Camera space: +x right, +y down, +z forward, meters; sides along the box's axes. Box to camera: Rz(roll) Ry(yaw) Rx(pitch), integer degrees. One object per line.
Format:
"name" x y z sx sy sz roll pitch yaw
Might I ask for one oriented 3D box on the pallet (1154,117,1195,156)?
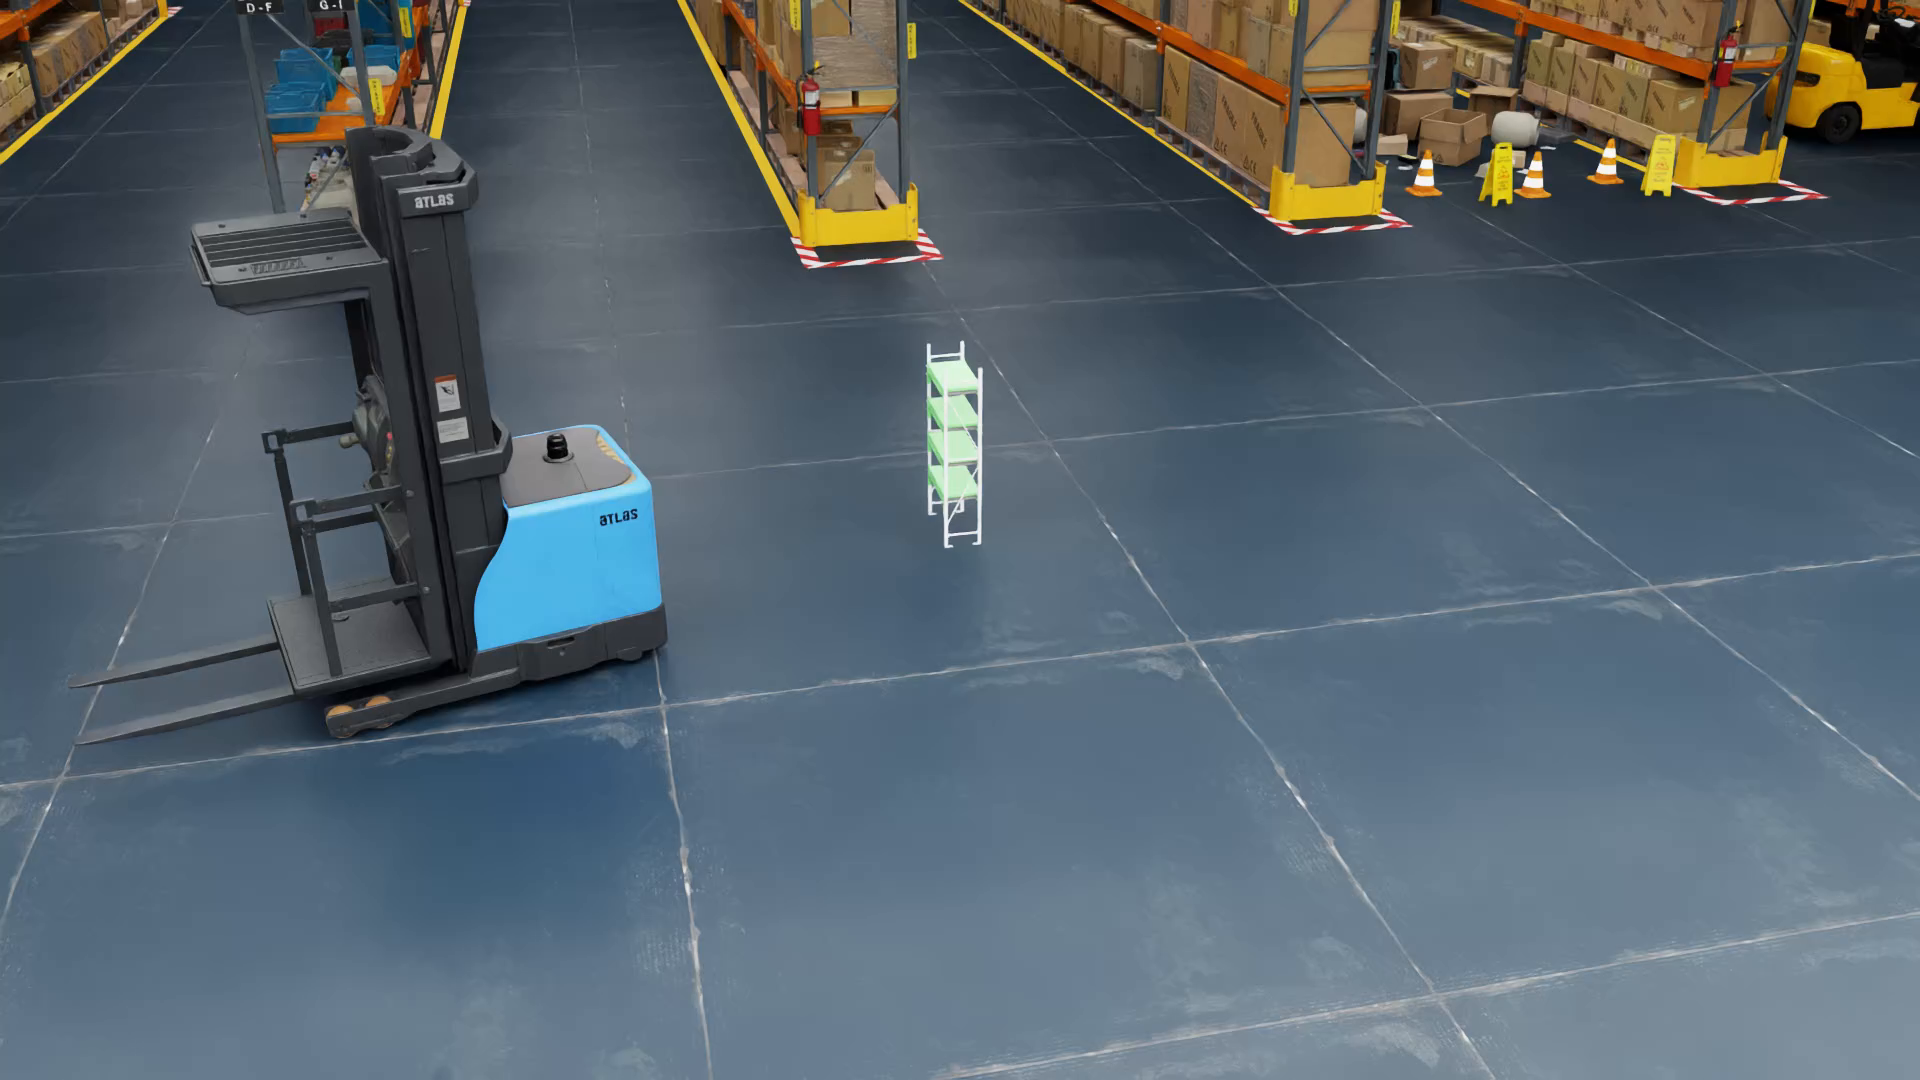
"pallet" 3.049 -4.974 20.370 1.003 0.211 1.213 -6 27 -12

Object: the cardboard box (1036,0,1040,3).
"cardboard box" 1.419 -8.442 25.622 0.500 0.250 0.500 -5 27 -10

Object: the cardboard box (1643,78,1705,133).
"cardboard box" 8.221 -4.972 19.024 0.500 0.500 0.500 -6 27 -11

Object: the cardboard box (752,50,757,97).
"cardboard box" -2.360 -6.155 21.902 0.700 0.500 0.500 -4 27 -7

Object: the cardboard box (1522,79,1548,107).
"cardboard box" 7.624 -5.781 21.461 0.500 0.250 0.500 -7 28 -14

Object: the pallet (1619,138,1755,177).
"pallet" 8.489 -4.500 19.432 1.003 0.211 1.213 -6 27 -12

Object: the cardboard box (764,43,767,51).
"cardboard box" -2.019 -5.646 18.886 0.380 0.149 0.250 -6 27 -12

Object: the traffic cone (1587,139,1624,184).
"traffic cone" 7.301 -4.277 18.710 0.336 0.463 0.334 -6 27 -12

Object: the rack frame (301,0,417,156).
"rack frame" -6.727 -5.598 18.513 1.000 3.000 0.127 -6 27 -12

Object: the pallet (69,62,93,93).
"pallet" -12.858 -6.474 23.343 1.003 0.211 1.213 -6 27 -12

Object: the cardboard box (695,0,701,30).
"cardboard box" -3.541 -8.573 26.299 1.225 0.875 0.875 -6 27 -11

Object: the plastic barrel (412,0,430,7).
"plastic barrel" -7.229 -7.242 21.619 0.600 0.536 0.708 -6 27 -12

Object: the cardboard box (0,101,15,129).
"cardboard box" -11.869 -5.160 20.229 0.500 0.250 0.500 -5 27 -10

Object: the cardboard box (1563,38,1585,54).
"cardboard box" 7.711 -6.119 20.578 0.380 0.149 0.250 -5 27 -10

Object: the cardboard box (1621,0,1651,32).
"cardboard box" 8.047 -6.180 19.223 0.500 0.500 0.500 -6 27 -12

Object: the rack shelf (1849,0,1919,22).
"rack shelf" 13.040 -6.414 20.927 1.077 0.370 4.000 -6 27 -12

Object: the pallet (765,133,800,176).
"pallet" -1.716 -4.565 19.561 1.003 0.211 1.213 -6 27 -12

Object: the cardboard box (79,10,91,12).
"cardboard box" -13.930 -8.156 26.075 0.500 0.311 0.500 -6 27 -12

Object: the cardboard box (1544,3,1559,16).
"cardboard box" 7.620 -6.719 21.012 0.380 0.149 0.250 -5 27 -10

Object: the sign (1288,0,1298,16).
"sign" 3.323 -5.378 16.529 0.100 0.325 0.005 -6 27 -12

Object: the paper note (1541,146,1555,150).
"paper note" 7.119 -4.750 20.126 0.142 0.019 0.148 -16 31 -29

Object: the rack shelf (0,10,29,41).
"rack shelf" -12.004 -5.654 19.421 1.077 0.370 4.000 -6 27 -12

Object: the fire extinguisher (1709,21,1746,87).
"fire extinguisher" 8.232 -5.220 17.849 0.296 0.674 0.183 -6 27 -12

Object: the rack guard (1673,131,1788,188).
"rack guard" 8.638 -4.269 18.653 1.175 0.500 0.348 -6 27 -12

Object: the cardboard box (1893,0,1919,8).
"cardboard box" 12.568 -7.210 21.594 0.500 0.500 0.500 -5 27 -11

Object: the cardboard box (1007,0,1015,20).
"cardboard box" 1.059 -8.793 27.150 0.500 0.500 0.500 -5 27 -10

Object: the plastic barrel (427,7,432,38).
"plastic barrel" -8.424 -8.121 25.373 0.600 0.901 0.708 -6 27 -12

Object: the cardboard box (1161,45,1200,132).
"cardboard box" 3.027 -5.516 20.242 0.875 0.875 0.875 -6 27 -11

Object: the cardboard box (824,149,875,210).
"cardboard box" -1.124 -3.693 17.045 0.500 0.500 0.500 -1 27 -2

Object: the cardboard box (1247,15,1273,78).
"cardboard box" 3.582 -5.269 17.694 0.875 0.550 0.550 -6 27 -12

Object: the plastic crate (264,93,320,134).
"plastic crate" -6.230 -3.965 15.442 0.499 0.251 0.616 -6 27 -12

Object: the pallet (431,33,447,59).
"pallet" -8.397 -7.523 25.420 1.003 0.211 1.213 -6 27 -12

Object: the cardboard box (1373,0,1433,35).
"cardboard box" 6.778 -8.414 25.984 0.875 0.875 0.875 -6 27 -12

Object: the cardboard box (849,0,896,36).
"cardboard box" -0.858 -5.238 16.249 0.500 0.500 0.500 -6 27 -12

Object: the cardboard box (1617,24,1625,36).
"cardboard box" 8.037 -6.055 19.696 0.380 0.149 0.250 -6 27 -12

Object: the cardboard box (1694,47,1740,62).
"cardboard box" 8.362 -5.382 18.363 0.380 0.149 0.250 -5 27 -10

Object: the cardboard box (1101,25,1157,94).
"cardboard box" 2.513 -6.431 22.193 1.050 0.750 0.750 -6 27 -12

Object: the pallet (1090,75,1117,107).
"pallet" 2.428 -6.184 22.767 1.003 0.211 1.213 -6 27 -12

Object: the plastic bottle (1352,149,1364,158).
"plastic bottle" 4.746 -4.603 19.802 0.283 0.061 0.133 -16 31 -29

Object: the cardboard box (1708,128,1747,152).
"cardboard box" 8.743 -4.694 19.306 0.500 0.250 0.500 -6 27 -12

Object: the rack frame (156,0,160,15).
"rack frame" -14.258 -10.365 27.957 1.000 3.000 0.127 -6 27 -12

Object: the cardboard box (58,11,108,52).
"cardboard box" -12.966 -7.502 24.570 0.500 0.500 0.500 -6 27 -12

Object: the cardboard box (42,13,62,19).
"cardboard box" -13.485 -7.452 24.472 0.500 0.500 0.500 -7 28 -14

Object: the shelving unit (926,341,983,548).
"shelving unit" -0.037 -0.608 10.624 0.258 1.200 0.503 -6 27 -12

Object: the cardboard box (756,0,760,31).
"cardboard box" -1.860 -6.075 19.016 0.875 0.500 0.500 -6 27 -12

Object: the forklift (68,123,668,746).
"forklift" -3.211 -0.545 8.577 3.031 2.935 1.130 -13 30 -25

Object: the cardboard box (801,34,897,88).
"cardboard box" -1.097 -4.767 16.425 0.875 0.500 0.500 -6 27 -12

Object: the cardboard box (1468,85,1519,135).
"cardboard box" 6.669 -5.384 20.860 0.500 0.500 0.500 13 30 24

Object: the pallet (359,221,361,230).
"pallet" -6.066 -2.983 16.426 1.003 0.211 1.213 -6 27 -12

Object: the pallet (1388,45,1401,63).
"pallet" 7.027 -7.276 24.930 1.003 0.211 1.213 -6 27 -12

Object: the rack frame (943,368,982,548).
"rack frame" 0.018 -0.501 10.411 0.240 1.200 0.015 -6 27 -12

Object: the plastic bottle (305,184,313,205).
"plastic bottle" -6.666 -3.551 17.074 0.097 0.201 0.097 0 27 0

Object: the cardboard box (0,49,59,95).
"cardboard box" -12.279 -6.162 21.916 0.500 0.500 0.500 -5 27 -9

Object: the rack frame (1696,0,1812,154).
"rack frame" 8.655 -5.352 18.024 1.000 3.000 0.127 -6 27 -12
